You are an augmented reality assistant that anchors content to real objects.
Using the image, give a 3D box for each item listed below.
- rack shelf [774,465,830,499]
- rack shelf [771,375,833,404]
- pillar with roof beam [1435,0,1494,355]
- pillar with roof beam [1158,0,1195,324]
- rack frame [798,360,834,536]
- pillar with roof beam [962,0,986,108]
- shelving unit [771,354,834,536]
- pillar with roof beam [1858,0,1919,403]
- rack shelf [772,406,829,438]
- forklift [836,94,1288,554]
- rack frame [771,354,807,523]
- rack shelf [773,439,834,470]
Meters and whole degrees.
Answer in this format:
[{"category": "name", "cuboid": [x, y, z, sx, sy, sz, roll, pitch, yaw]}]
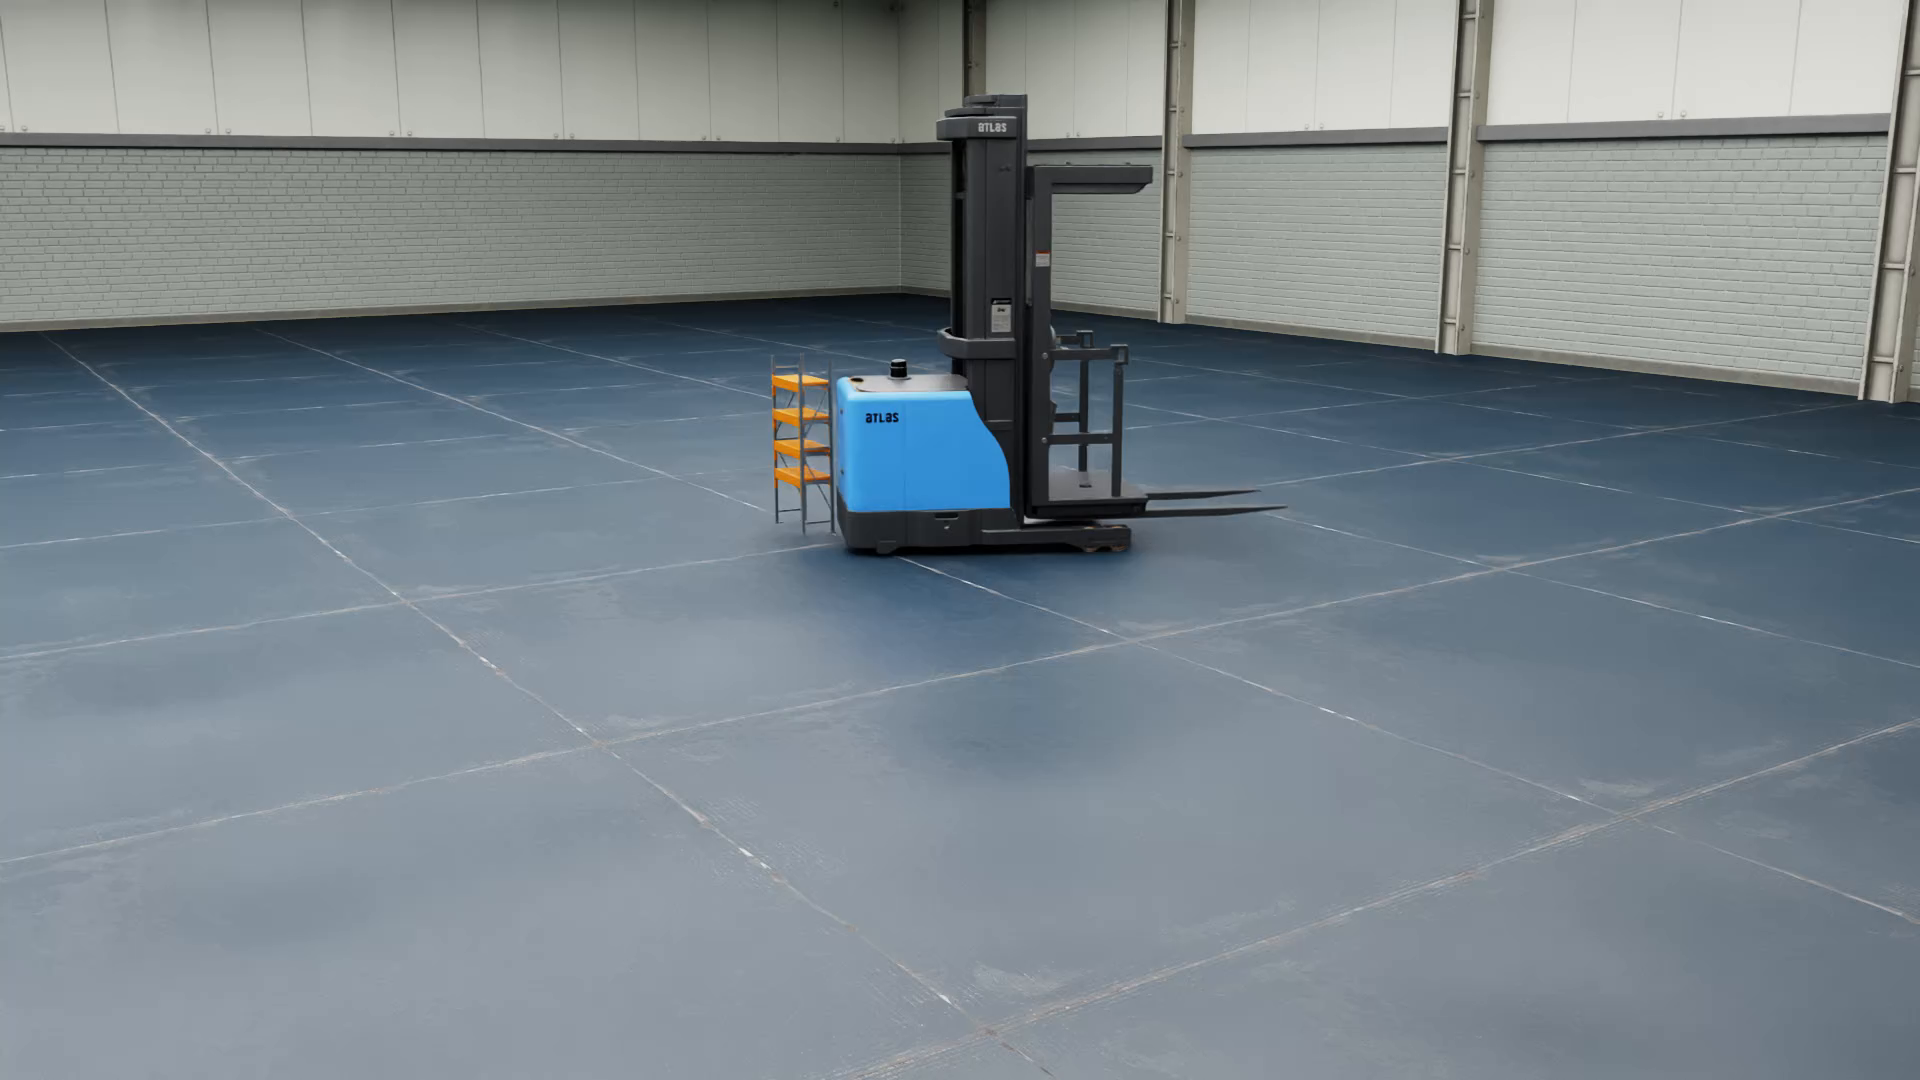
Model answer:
[{"category": "rack shelf", "cuboid": [-1.099, -0.412, 11.682, 0.258, 0.148, 0.480, -6, 14, -27]}, {"category": "rack shelf", "cuboid": [-1.099, -1.056, 11.542, 0.258, 0.148, 0.480, -6, 14, -27]}, {"category": "pillar with roof beam", "cuboid": [3.336, -6.506, 20.050, 9.100, 9.000, 0.400, -8, 15, -33]}, {"category": "pillar with roof beam", "cuboid": [0.011, -7.573, 24.929, 9.100, 9.000, 0.400, -8, 15, -33]}, {"category": "rack frame", "cuboid": [-0.984, -0.626, 11.415, 0.240, 1.200, 0.015, -6, 14, -27]}, {"category": "pillar with roof beam", "cuboid": [-3.313, -8.640, 29.809, 9.100, 9.000, 0.400, -8, 15, -33]}, {"category": "shelving unit", "cuboid": [-1.099, -0.672, 11.625, 0.258, 1.200, 0.503, -6, 14, -27]}, {"category": "pillar with roof beam", "cuboid": [6.660, -5.439, 15.170, 9.100, 9.000, 0.400, -8, 15, -33]}, {"category": "rack shelf", "cuboid": [-1.099, -0.825, 11.592, 0.258, 0.148, 0.480, -6, 14, -27]}, {"category": "forklift", "cuboid": [0.695, -1.464, 11.195, 3.031, 2.935, 1.130, -2, 12, -9]}, {"category": "rack frame", "cuboid": [-1.214, -0.718, 11.836, 0.240, 1.200, 0.015, -6, 14, -27]}, {"category": "rack shelf", "cuboid": [-1.099, -0.606, 11.640, 0.258, 0.148, 0.480, -6, 14, -27]}]
